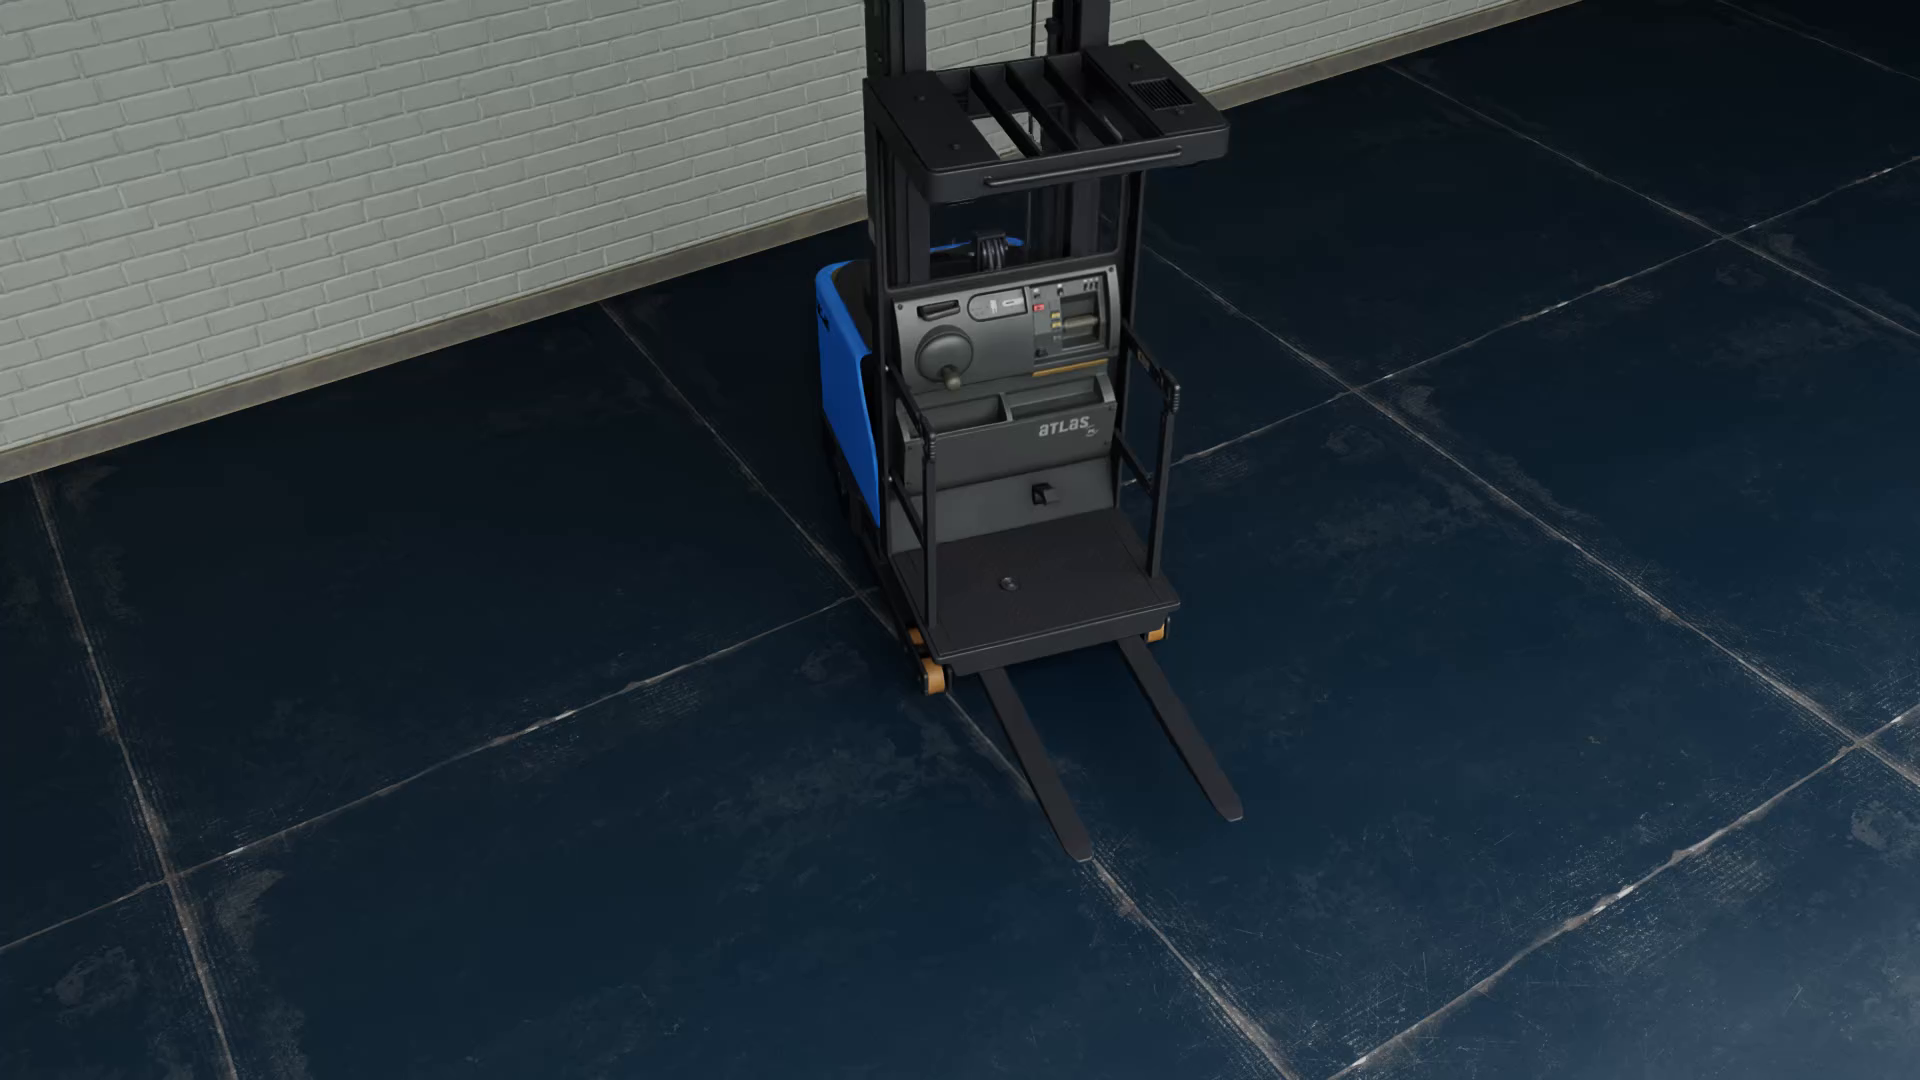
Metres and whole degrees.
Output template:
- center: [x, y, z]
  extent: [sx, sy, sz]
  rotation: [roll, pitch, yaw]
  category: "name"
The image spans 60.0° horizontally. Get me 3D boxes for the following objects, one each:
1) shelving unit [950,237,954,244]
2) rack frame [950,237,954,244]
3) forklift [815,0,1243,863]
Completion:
- center: [-0.116, -1.050, 8.353]
  extent: [0.258, 0.900, 0.210]
  rotation: [-8, 34, -9]
  category: "shelving unit"
- center: [-0.137, -1.105, 8.437]
  extent: [0.240, 0.900, 0.006]
  rotation: [-8, 34, -9]
  category: "rack frame"
- center: [0.265, -0.768, 6.443]
  extent: [1.130, 2.935, 3.031]
  rotation: [-12, 41, -14]
  category: "forklift"
